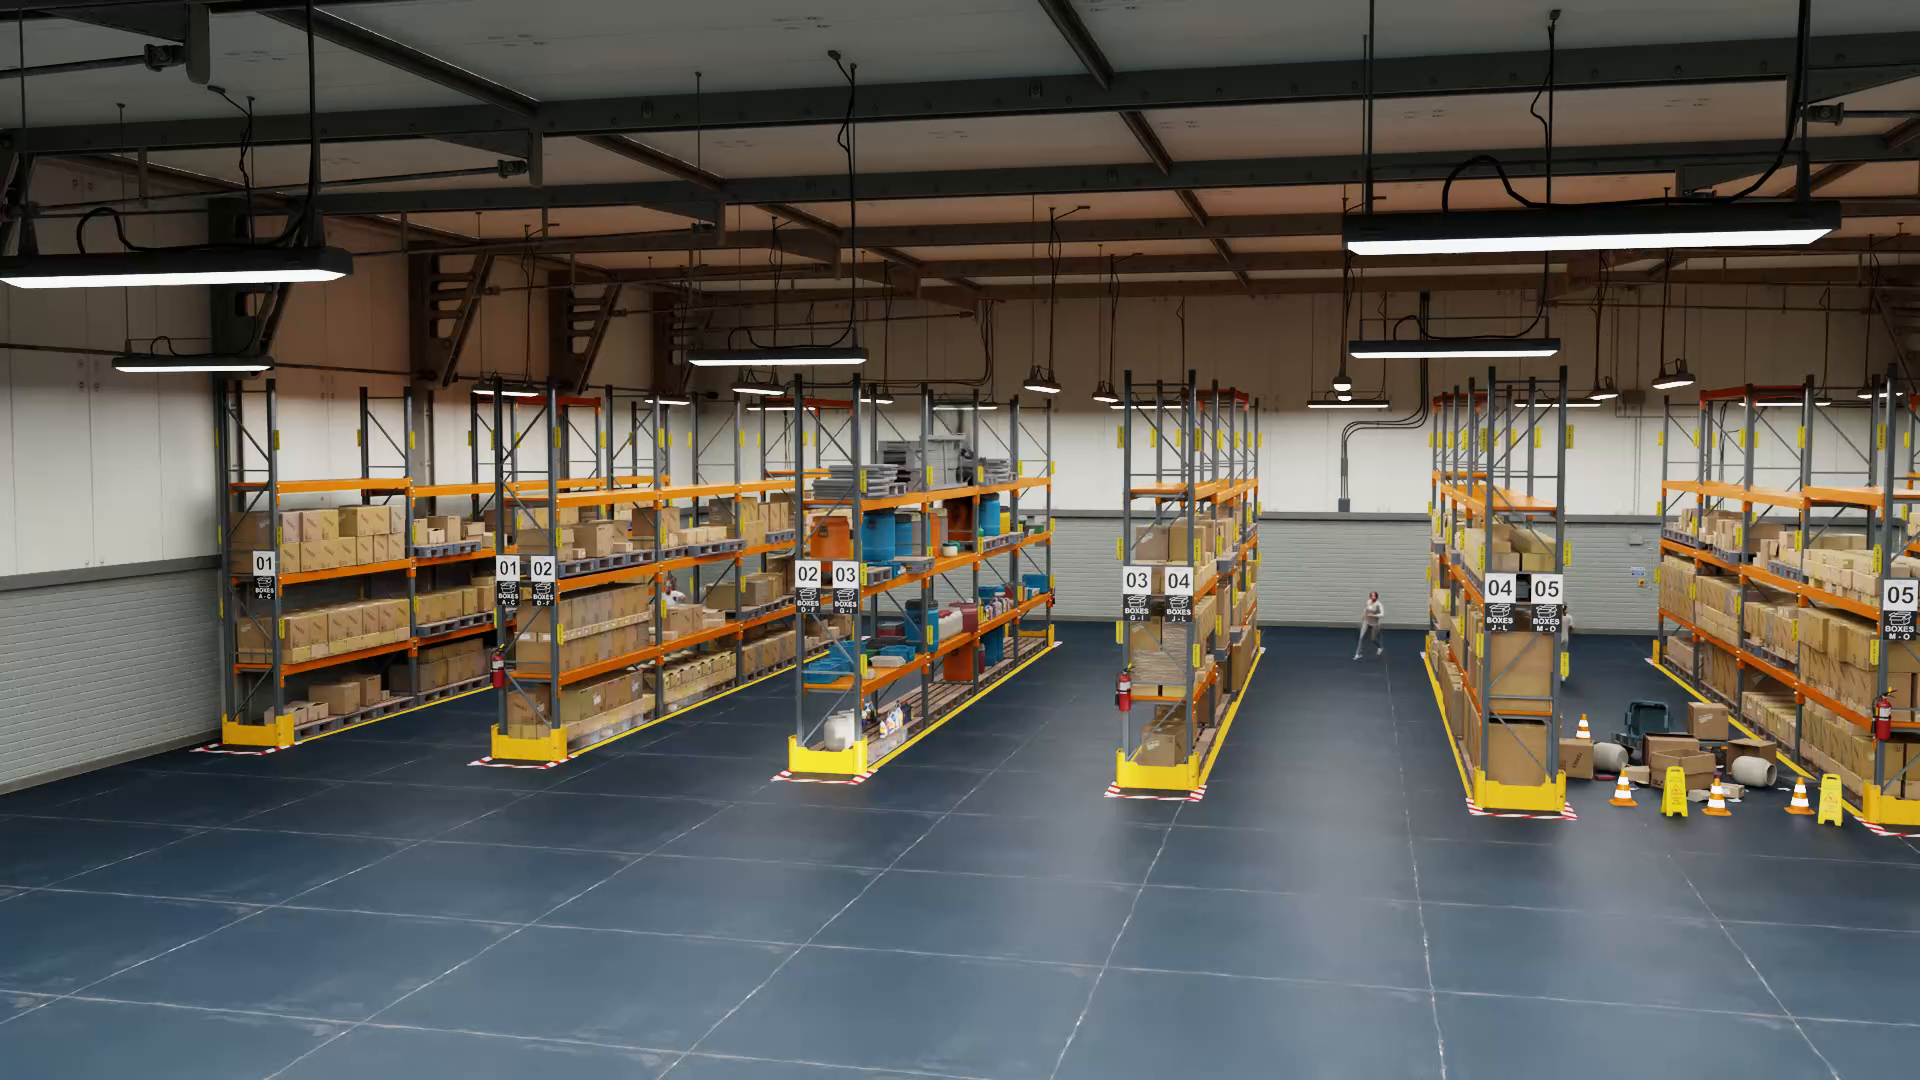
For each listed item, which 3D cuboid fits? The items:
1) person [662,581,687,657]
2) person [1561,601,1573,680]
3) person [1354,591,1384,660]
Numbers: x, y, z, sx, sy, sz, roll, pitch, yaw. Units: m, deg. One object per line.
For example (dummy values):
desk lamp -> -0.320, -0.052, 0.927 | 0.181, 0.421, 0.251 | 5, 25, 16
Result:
person -> -6.681, 1.832, 38.403 | 0.686, 1.827, 0.876 | 0, 3, 4
person -> 12.496, 2.090, 34.705 | 0.549, 1.645, 0.599 | 0, 3, -1
person -> 9.454, 1.949, 38.096 | 0.560, 1.579, 0.831 | 3, 4, 39
